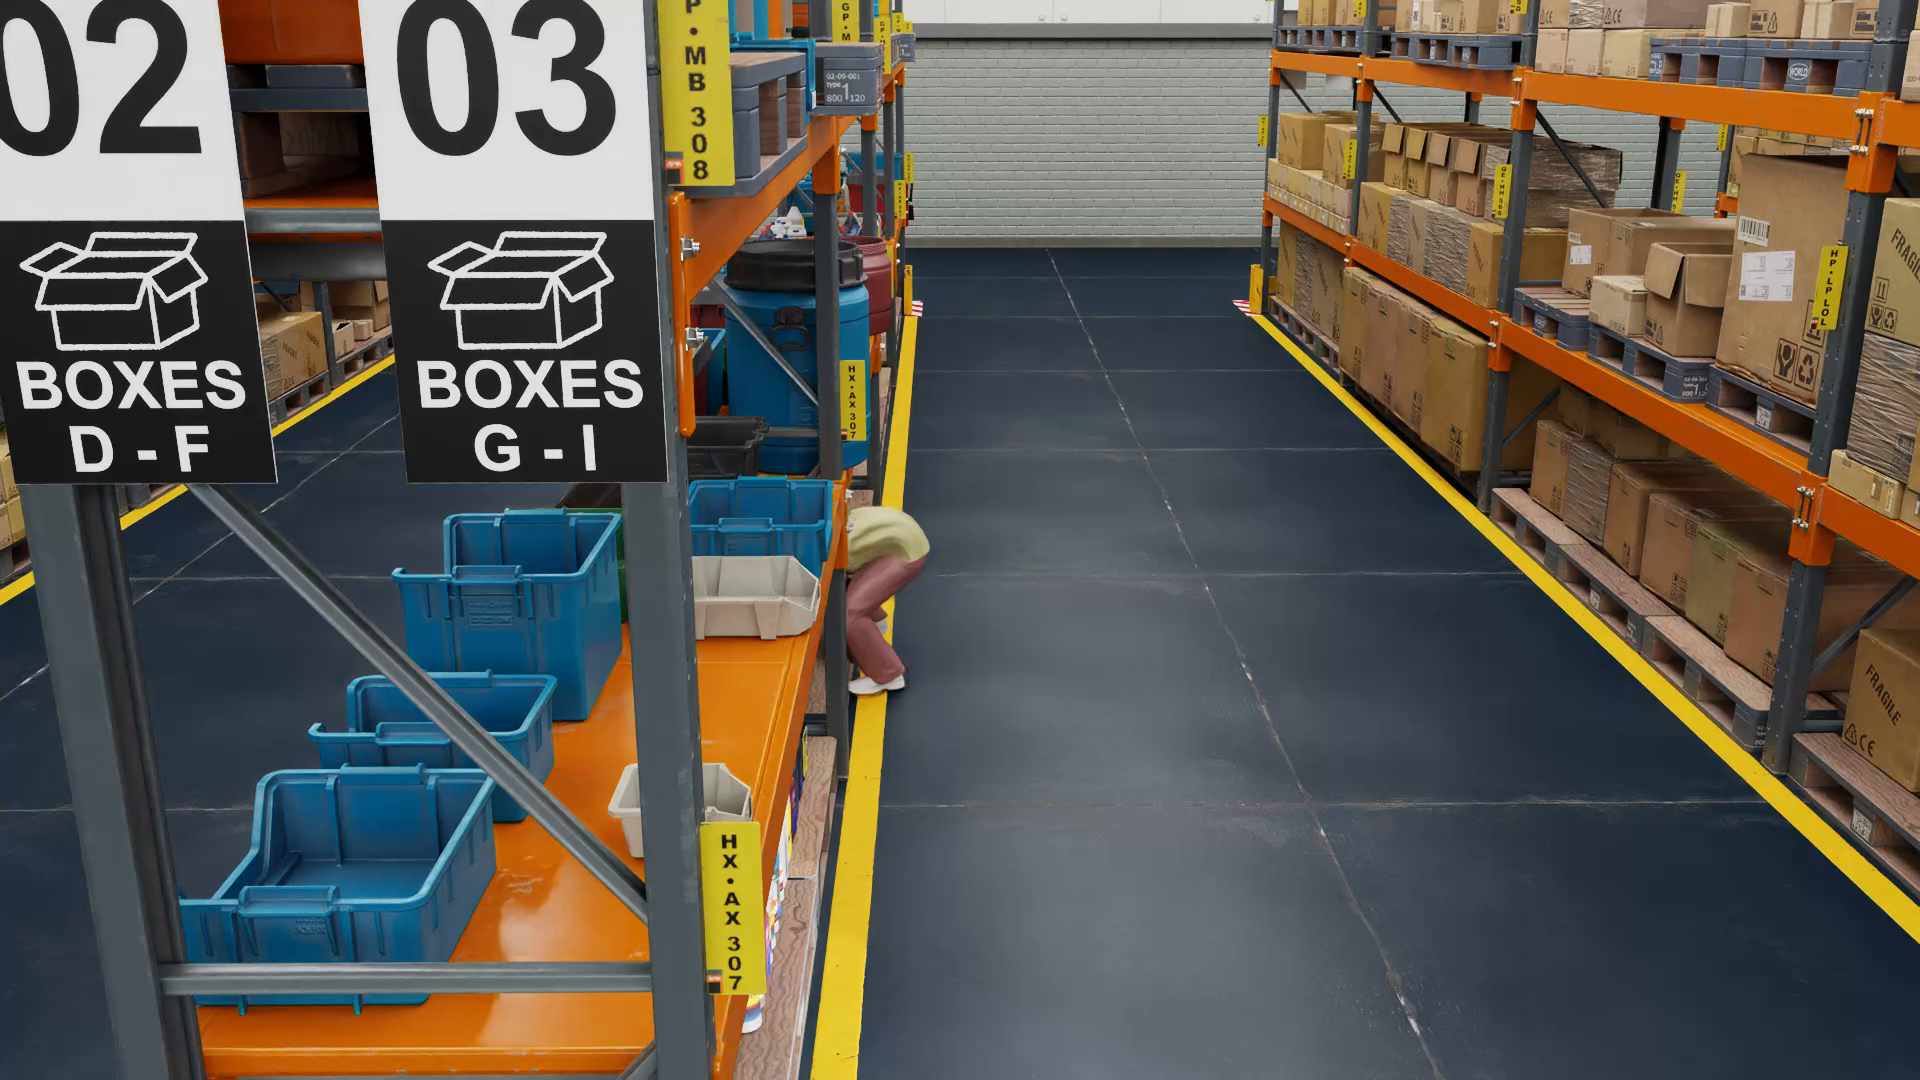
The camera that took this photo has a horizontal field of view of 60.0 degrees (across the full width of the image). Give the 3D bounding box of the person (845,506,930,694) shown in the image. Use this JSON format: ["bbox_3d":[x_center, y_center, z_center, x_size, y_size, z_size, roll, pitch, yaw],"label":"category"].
[{"bbox_3d":[-0.704,0.305,7.909,1.132,0.868,0.488,-6,18,-18],"label":"person"}]
